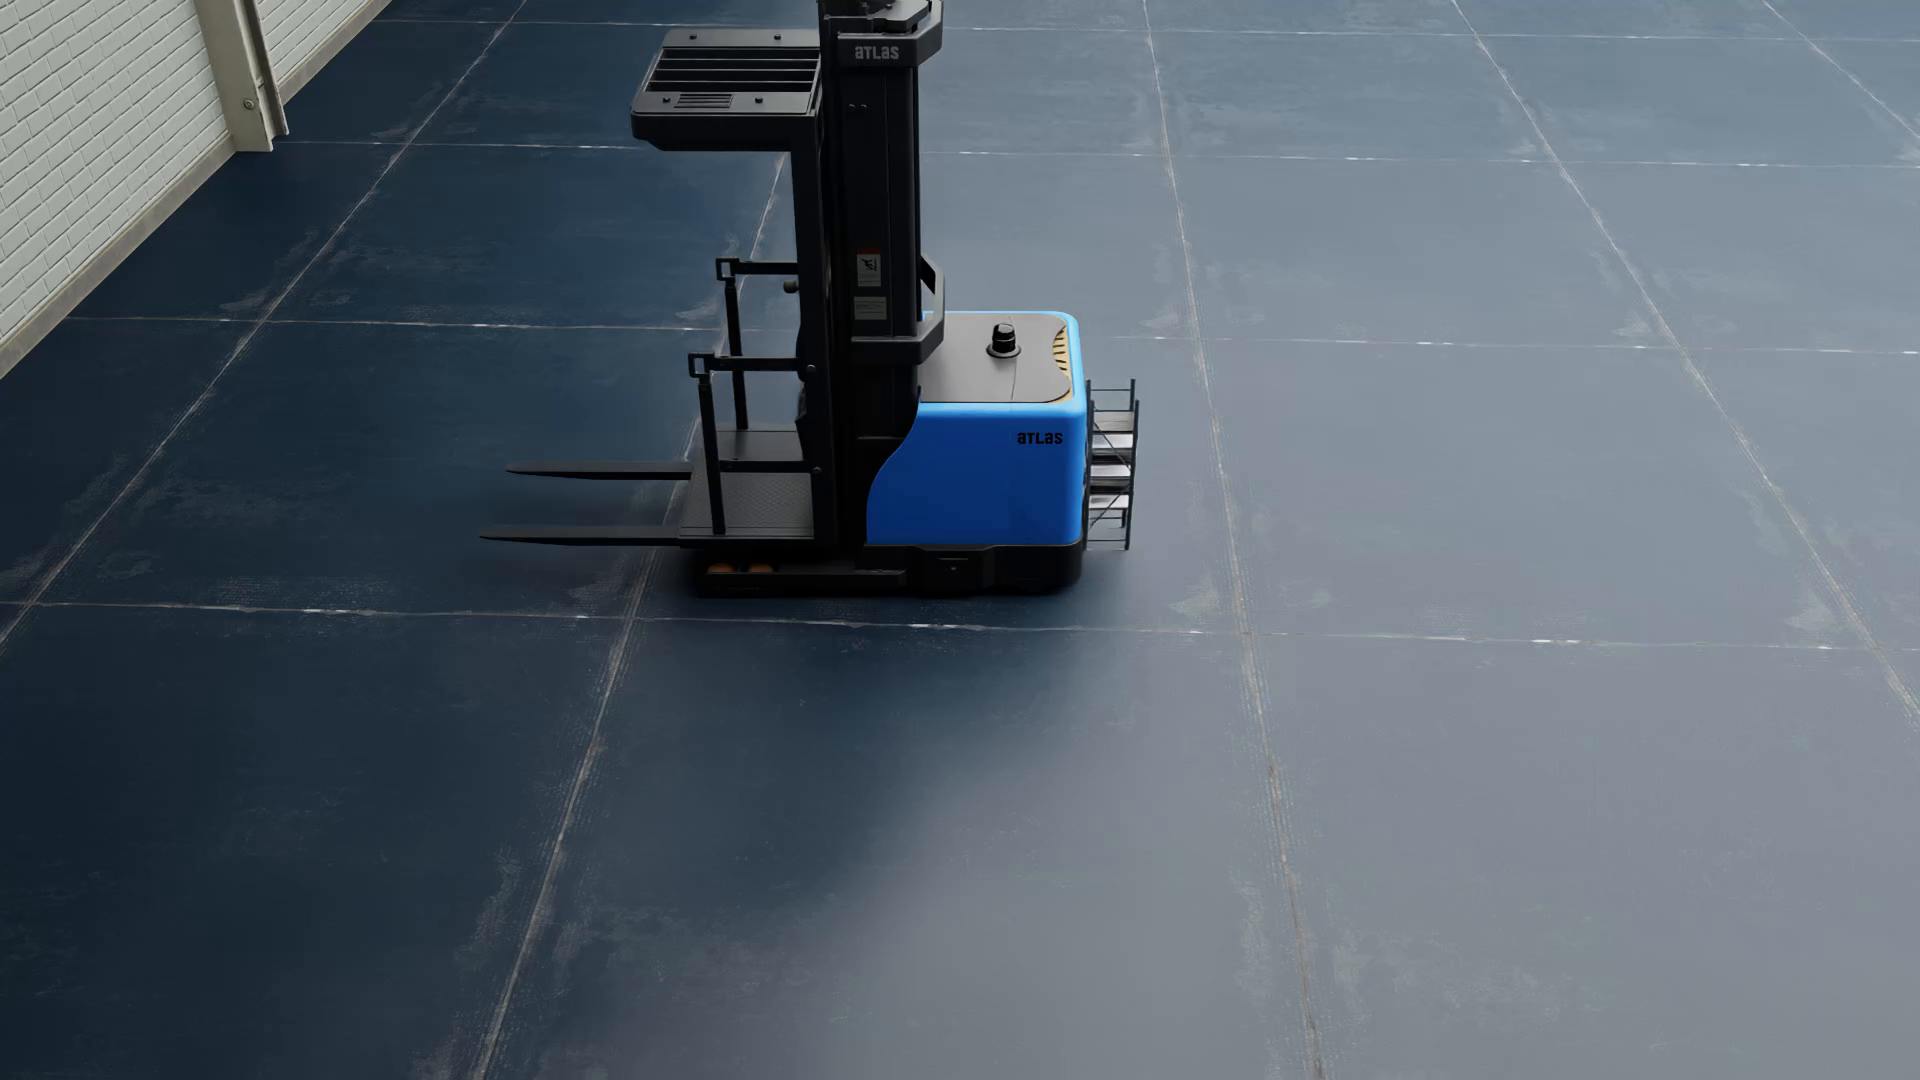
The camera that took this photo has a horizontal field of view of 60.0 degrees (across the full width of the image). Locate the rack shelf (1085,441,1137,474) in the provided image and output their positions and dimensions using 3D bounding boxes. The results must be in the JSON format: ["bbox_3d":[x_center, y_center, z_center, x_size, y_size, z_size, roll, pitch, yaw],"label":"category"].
[{"bbox_3d":[0.754,-0.420,8.412,0.258,0.077,0.200,0,35,-1],"label":"rack shelf"}]

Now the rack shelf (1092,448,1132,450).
[{"bbox_3d":[0.754,-0.505,8.351,0.199,0.015,0.184,0,35,-1],"label":"rack shelf"}]

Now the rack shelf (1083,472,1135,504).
[{"bbox_3d":[0.754,-0.272,8.515,0.258,0.077,0.200,0,35,-1],"label":"rack shelf"}]

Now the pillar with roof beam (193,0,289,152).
[{"bbox_3d":[-1.244,-6.743,10.464,9.100,9.000,0.400,1,35,2],"label":"pillar with roof beam"}]

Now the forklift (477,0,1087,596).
[{"bbox_3d":[-0.905,-1.197,7.905,3.031,2.867,1.129,0,35,0],"label":"forklift"}]

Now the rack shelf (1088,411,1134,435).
[{"bbox_3d":[0.754,-0.584,8.296,0.221,0.026,0.190,0,35,-1],"label":"rack shelf"}]

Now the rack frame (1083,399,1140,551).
[{"bbox_3d":[0.755,-0.315,8.361,0.240,0.900,0.006,0,35,-1],"label":"rack frame"}]

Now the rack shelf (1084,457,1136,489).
[{"bbox_3d":[0.754,-0.346,8.463,0.258,0.077,0.200,0,35,-1],"label":"rack shelf"}]

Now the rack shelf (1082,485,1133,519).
[{"bbox_3d":[0.754,-0.199,8.567,0.258,0.077,0.200,0,35,-1],"label":"rack shelf"}]

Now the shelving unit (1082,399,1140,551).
[{"bbox_3d":[0.754,-0.372,8.442,0.258,0.900,0.205,0,35,-1],"label":"shelving unit"}]
